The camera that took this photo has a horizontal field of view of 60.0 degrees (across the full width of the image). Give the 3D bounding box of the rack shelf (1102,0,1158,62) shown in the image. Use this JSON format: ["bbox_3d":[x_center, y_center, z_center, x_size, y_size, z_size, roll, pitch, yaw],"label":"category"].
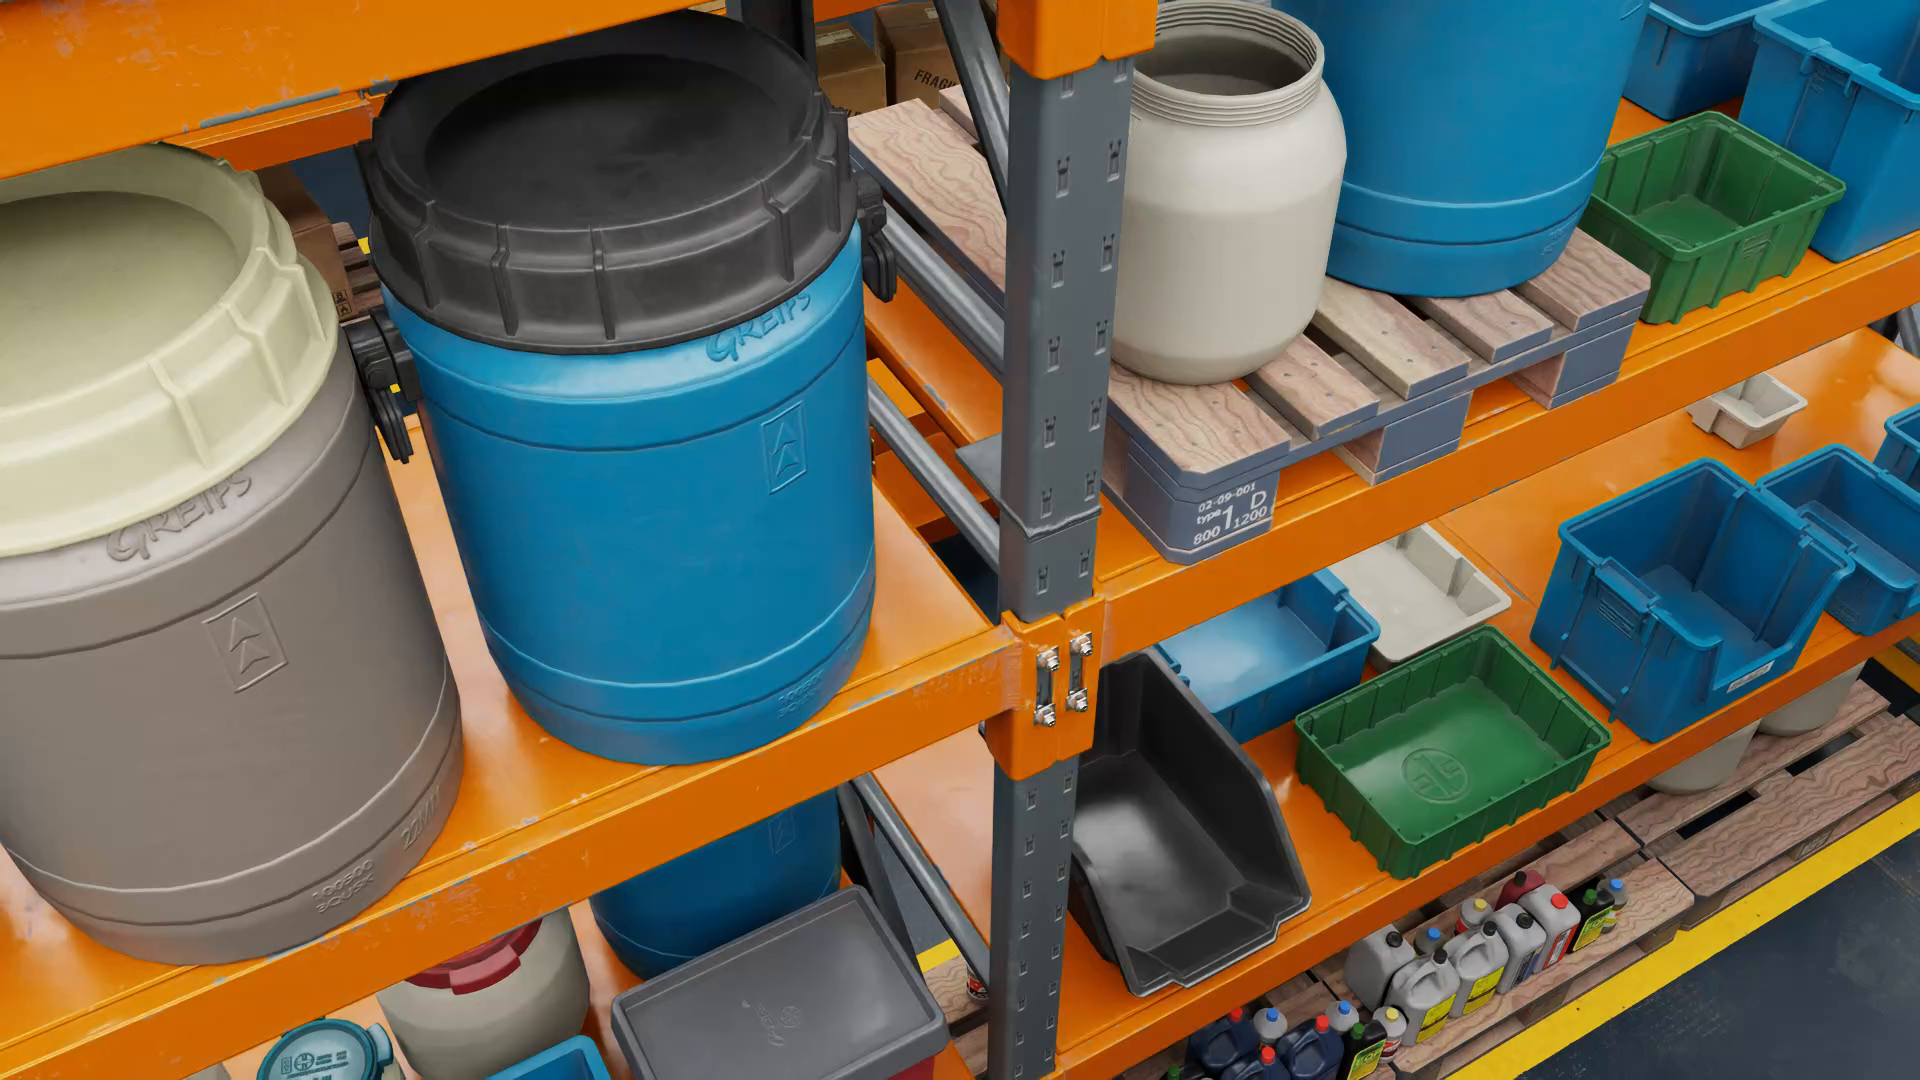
[{"bbox_3d":[1.642,-1.687,2.831,4.000,0.370,1.077,-22,48,-21],"label":"rack shelf"}]

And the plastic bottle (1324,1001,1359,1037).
[{"bbox_3d":[1.087,1.411,4.786,0.097,0.271,0.097,0,44,0],"label":"plastic bottle"}]

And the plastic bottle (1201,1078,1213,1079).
[{"bbox_3d":[0.669,1.603,4.584,0.135,0.276,0.152,-20,48,-20],"label":"plastic bottle"}]

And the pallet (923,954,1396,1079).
[{"bbox_3d":[0.511,1.551,5.001,1.213,0.211,1.003,-22,48,-21],"label":"pallet"}]

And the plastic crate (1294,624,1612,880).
[{"bbox_3d":[1.225,0.533,4.199,0.662,0.188,0.450,-22,48,-21],"label":"plastic crate"}]

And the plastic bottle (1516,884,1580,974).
[{"bbox_3d":[1.770,1.162,5.038,0.135,0.276,0.152,-21,48,-21],"label":"plastic bottle"}]

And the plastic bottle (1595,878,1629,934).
[{"bbox_3d":[2.002,1.118,5.137,0.097,0.201,0.097,0,44,0],"label":"plastic bottle"}]

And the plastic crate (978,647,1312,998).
[{"bbox_3d":[0.425,0.675,3.945,0.504,0.338,0.767,-22,48,-21],"label":"plastic crate"}]

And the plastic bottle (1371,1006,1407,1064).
[{"bbox_3d":[1.235,1.425,4.821,0.097,0.201,0.097,0,44,0],"label":"plastic bottle"}]

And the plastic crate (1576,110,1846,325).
[{"bbox_3d":[1.412,-0.626,3.239,0.450,0.188,0.336,-22,48,-21],"label":"plastic crate"}]

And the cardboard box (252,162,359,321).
[{"bbox_3d":[-3.103,-1.294,7.408,0.500,0.500,0.700,-25,50,-24],"label":"cardboard box"}]

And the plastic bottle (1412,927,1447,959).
[{"bbox_3d":[1.410,1.239,5.012,0.097,0.201,0.097,0,44,0],"label":"plastic bottle"}]

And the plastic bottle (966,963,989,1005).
[{"bbox_3d":[0.067,1.290,4.960,0.097,0.201,0.097,0,44,0],"label":"plastic bottle"}]

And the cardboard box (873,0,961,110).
[{"bbox_3d":[-0.142,-2.440,8.604,0.500,0.500,0.500,-10,45,-10],"label":"cardboard box"}]

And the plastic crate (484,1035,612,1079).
[{"bbox_3d":[-0.894,1.334,3.233,0.575,0.384,0.392,-22,48,-21],"label":"plastic crate"}]

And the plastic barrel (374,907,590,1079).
[{"bbox_3d":[-1.031,0.909,3.562,0.433,0.535,0.433,0,44,0],"label":"plastic barrel"}]

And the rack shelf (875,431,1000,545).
[{"bbox_3d":[-0.006,-0.226,6.526,1.000,0.278,0.538,-22,48,-21],"label":"rack shelf"}]

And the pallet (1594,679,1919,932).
[{"bbox_3d":[2.627,0.704,5.873,1.213,0.211,1.003,-22,48,-21],"label":"pallet"}]

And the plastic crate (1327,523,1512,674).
[{"bbox_3d":[1.190,0.136,4.645,0.437,0.136,0.530,-22,48,-21],"label":"plastic crate"}]

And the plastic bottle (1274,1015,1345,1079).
[{"bbox_3d":[0.978,1.456,4.682,0.185,0.351,0.144,-24,49,-23],"label":"plastic bottle"}]

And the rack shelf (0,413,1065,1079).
[{"bbox_3d":[-1.826,0.634,2.306,4.000,0.370,1.077,-22,48,-21],"label":"rack shelf"}]

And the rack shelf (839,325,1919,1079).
[{"bbox_3d":[1.642,0.322,4.781,4.000,0.370,1.077,-22,48,-21],"label":"rack shelf"}]

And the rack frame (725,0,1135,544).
[{"bbox_3d":[-0.092,-1.395,1.726,0.127,3.000,1.000,-22,48,-21],"label":"rack frame"}]

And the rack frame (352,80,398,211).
[{"bbox_3d":[-2.560,-2.233,6.897,0.127,3.000,1.000,-22,48,-21],"label":"rack frame"}]

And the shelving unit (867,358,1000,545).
[{"bbox_3d":[-0.006,-0.401,6.356,1.048,1.125,0.538,-22,48,-21],"label":"shelving unit"}]

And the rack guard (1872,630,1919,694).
[{"bbox_3d":[3.334,0.322,6.059,0.348,0.500,1.175,-22,48,-21],"label":"rack guard"}]

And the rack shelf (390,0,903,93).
[{"bbox_3d":[-0.825,-2.669,7.863,4.000,0.370,1.077,-22,48,-21],"label":"rack shelf"}]

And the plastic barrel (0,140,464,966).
[{"bbox_3d":[-0.992,0.036,2.045,0.600,0.901,0.600,0,44,0],"label":"plastic barrel"}]

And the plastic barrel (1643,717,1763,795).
[{"bbox_3d":[2.409,0.561,5.503,0.421,0.512,0.421,0,44,0],"label":"plastic barrel"}]

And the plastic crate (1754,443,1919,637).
[{"bbox_3d":[2.525,0.000,4.703,0.408,0.251,0.499,-22,48,-21],"label":"plastic crate"}]

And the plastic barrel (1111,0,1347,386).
[{"bbox_3d":[0.379,-0.540,2.617,0.421,0.512,0.421,0,44,0],"label":"plastic barrel"}]

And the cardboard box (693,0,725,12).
[{"bbox_3d":[-1.152,-2.484,7.336,0.250,0.149,0.380,-22,48,-21],"label":"cardboard box"}]

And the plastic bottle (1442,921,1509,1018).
[{"bbox_3d":[1.508,1.244,4.901,0.185,0.351,0.144,-20,48,-19],"label":"plastic bottle"}]

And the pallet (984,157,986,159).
[{"bbox_3d":[0.121,-2.333,9.003,1.213,0.211,1.003,-22,48,-21],"label":"pallet"}]

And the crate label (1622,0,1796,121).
[{"bbox_3d":[1.589,-1.203,3.789,0.408,0.251,0.502,-22,48,-21],"label":"crate label"}]

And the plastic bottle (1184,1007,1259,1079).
[{"bbox_3d":[0.743,1.434,4.705,0.185,0.351,0.144,-22,48,-21],"label":"plastic bottle"}]

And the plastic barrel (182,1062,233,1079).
[{"bbox_3d":[-1.667,1.163,3.300,0.433,0.535,0.433,0,44,0],"label":"plastic barrel"}]
